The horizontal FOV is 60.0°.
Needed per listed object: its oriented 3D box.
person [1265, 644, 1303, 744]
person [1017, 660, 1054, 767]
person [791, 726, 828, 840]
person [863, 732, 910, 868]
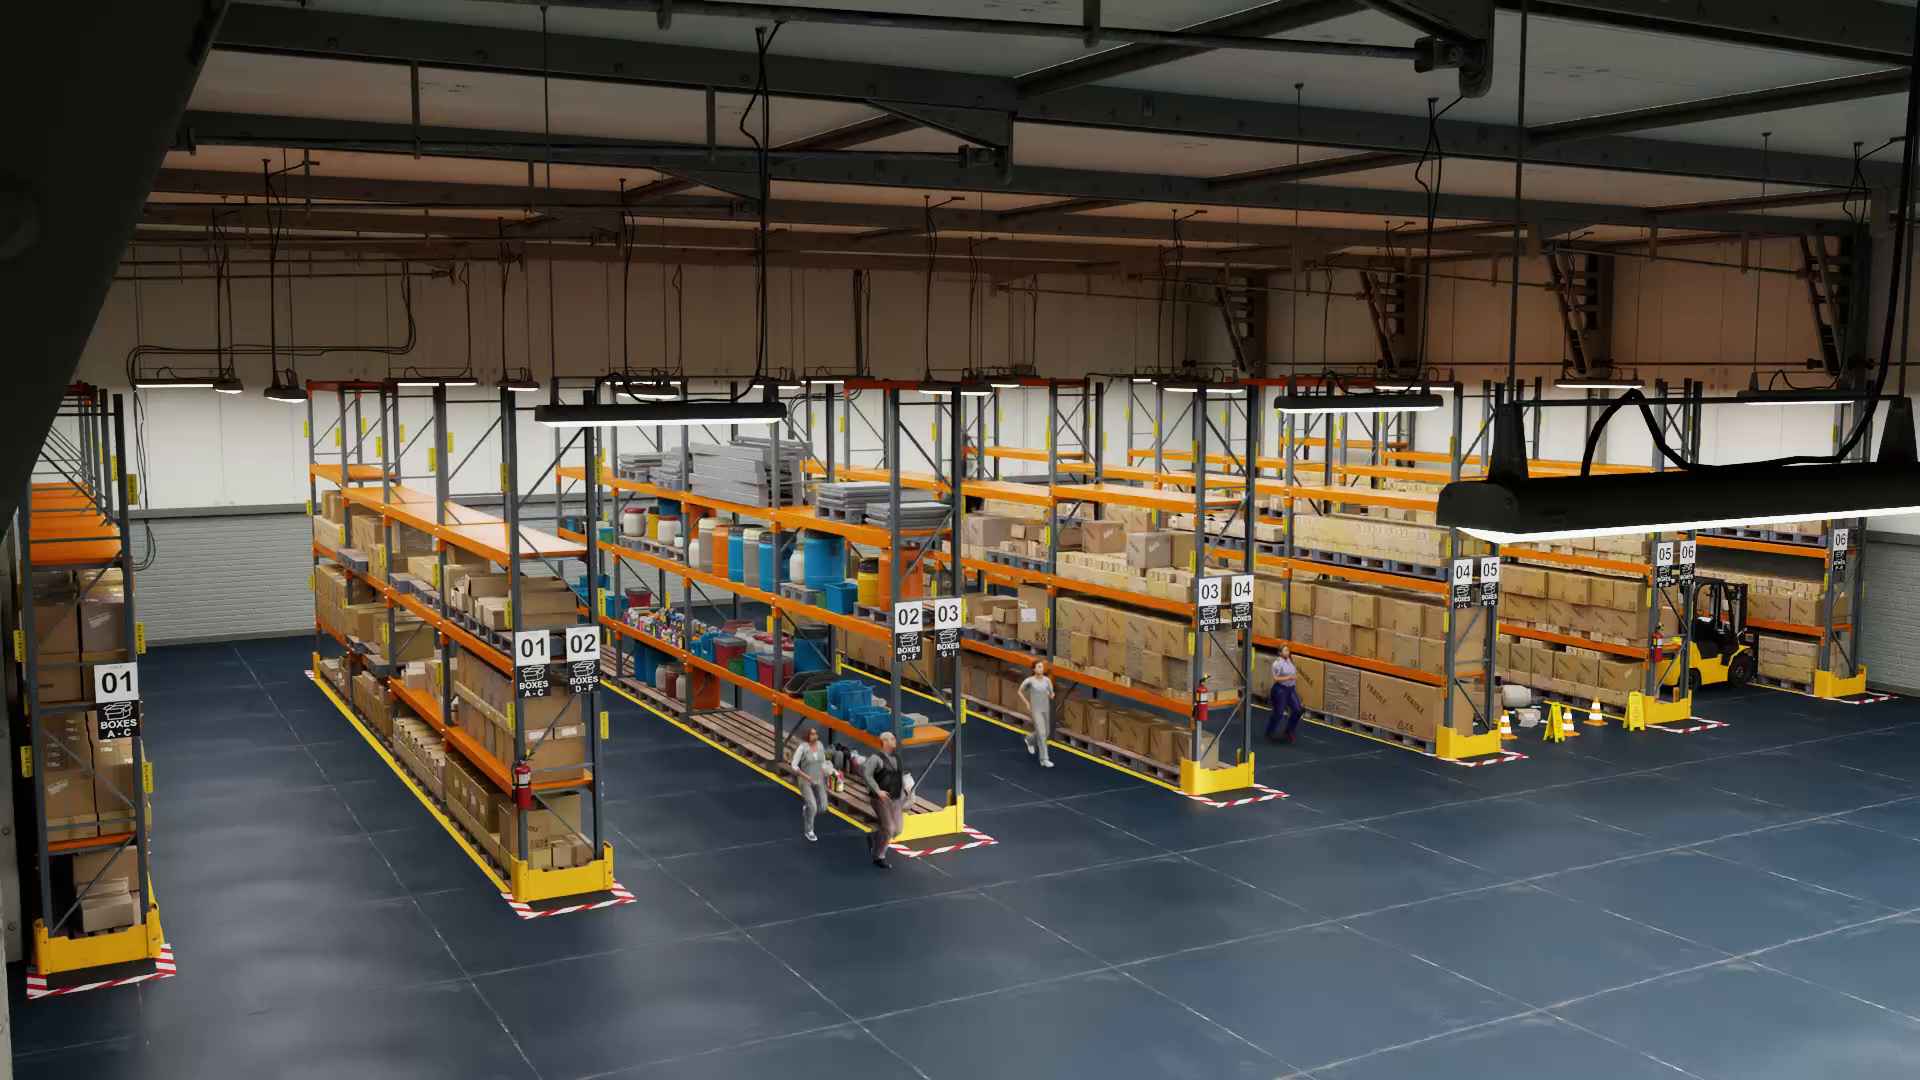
[{"bbox_3d":[5.414,2.580,27.729,0.582,1.695,0.680,-5,8,-38],"label":"person"},{"bbox_3d":[1.230,2.707,26.287,0.575,1.645,0.914,-4,7,-30],"label":"person"},{"bbox_3d":[-1.989,3.224,22.094,0.540,1.539,0.555,-4,7,-33],"label":"person"},{"bbox_3d":[-0.946,3.270,21.091,0.536,1.676,0.717,5,8,37],"label":"person"}]
